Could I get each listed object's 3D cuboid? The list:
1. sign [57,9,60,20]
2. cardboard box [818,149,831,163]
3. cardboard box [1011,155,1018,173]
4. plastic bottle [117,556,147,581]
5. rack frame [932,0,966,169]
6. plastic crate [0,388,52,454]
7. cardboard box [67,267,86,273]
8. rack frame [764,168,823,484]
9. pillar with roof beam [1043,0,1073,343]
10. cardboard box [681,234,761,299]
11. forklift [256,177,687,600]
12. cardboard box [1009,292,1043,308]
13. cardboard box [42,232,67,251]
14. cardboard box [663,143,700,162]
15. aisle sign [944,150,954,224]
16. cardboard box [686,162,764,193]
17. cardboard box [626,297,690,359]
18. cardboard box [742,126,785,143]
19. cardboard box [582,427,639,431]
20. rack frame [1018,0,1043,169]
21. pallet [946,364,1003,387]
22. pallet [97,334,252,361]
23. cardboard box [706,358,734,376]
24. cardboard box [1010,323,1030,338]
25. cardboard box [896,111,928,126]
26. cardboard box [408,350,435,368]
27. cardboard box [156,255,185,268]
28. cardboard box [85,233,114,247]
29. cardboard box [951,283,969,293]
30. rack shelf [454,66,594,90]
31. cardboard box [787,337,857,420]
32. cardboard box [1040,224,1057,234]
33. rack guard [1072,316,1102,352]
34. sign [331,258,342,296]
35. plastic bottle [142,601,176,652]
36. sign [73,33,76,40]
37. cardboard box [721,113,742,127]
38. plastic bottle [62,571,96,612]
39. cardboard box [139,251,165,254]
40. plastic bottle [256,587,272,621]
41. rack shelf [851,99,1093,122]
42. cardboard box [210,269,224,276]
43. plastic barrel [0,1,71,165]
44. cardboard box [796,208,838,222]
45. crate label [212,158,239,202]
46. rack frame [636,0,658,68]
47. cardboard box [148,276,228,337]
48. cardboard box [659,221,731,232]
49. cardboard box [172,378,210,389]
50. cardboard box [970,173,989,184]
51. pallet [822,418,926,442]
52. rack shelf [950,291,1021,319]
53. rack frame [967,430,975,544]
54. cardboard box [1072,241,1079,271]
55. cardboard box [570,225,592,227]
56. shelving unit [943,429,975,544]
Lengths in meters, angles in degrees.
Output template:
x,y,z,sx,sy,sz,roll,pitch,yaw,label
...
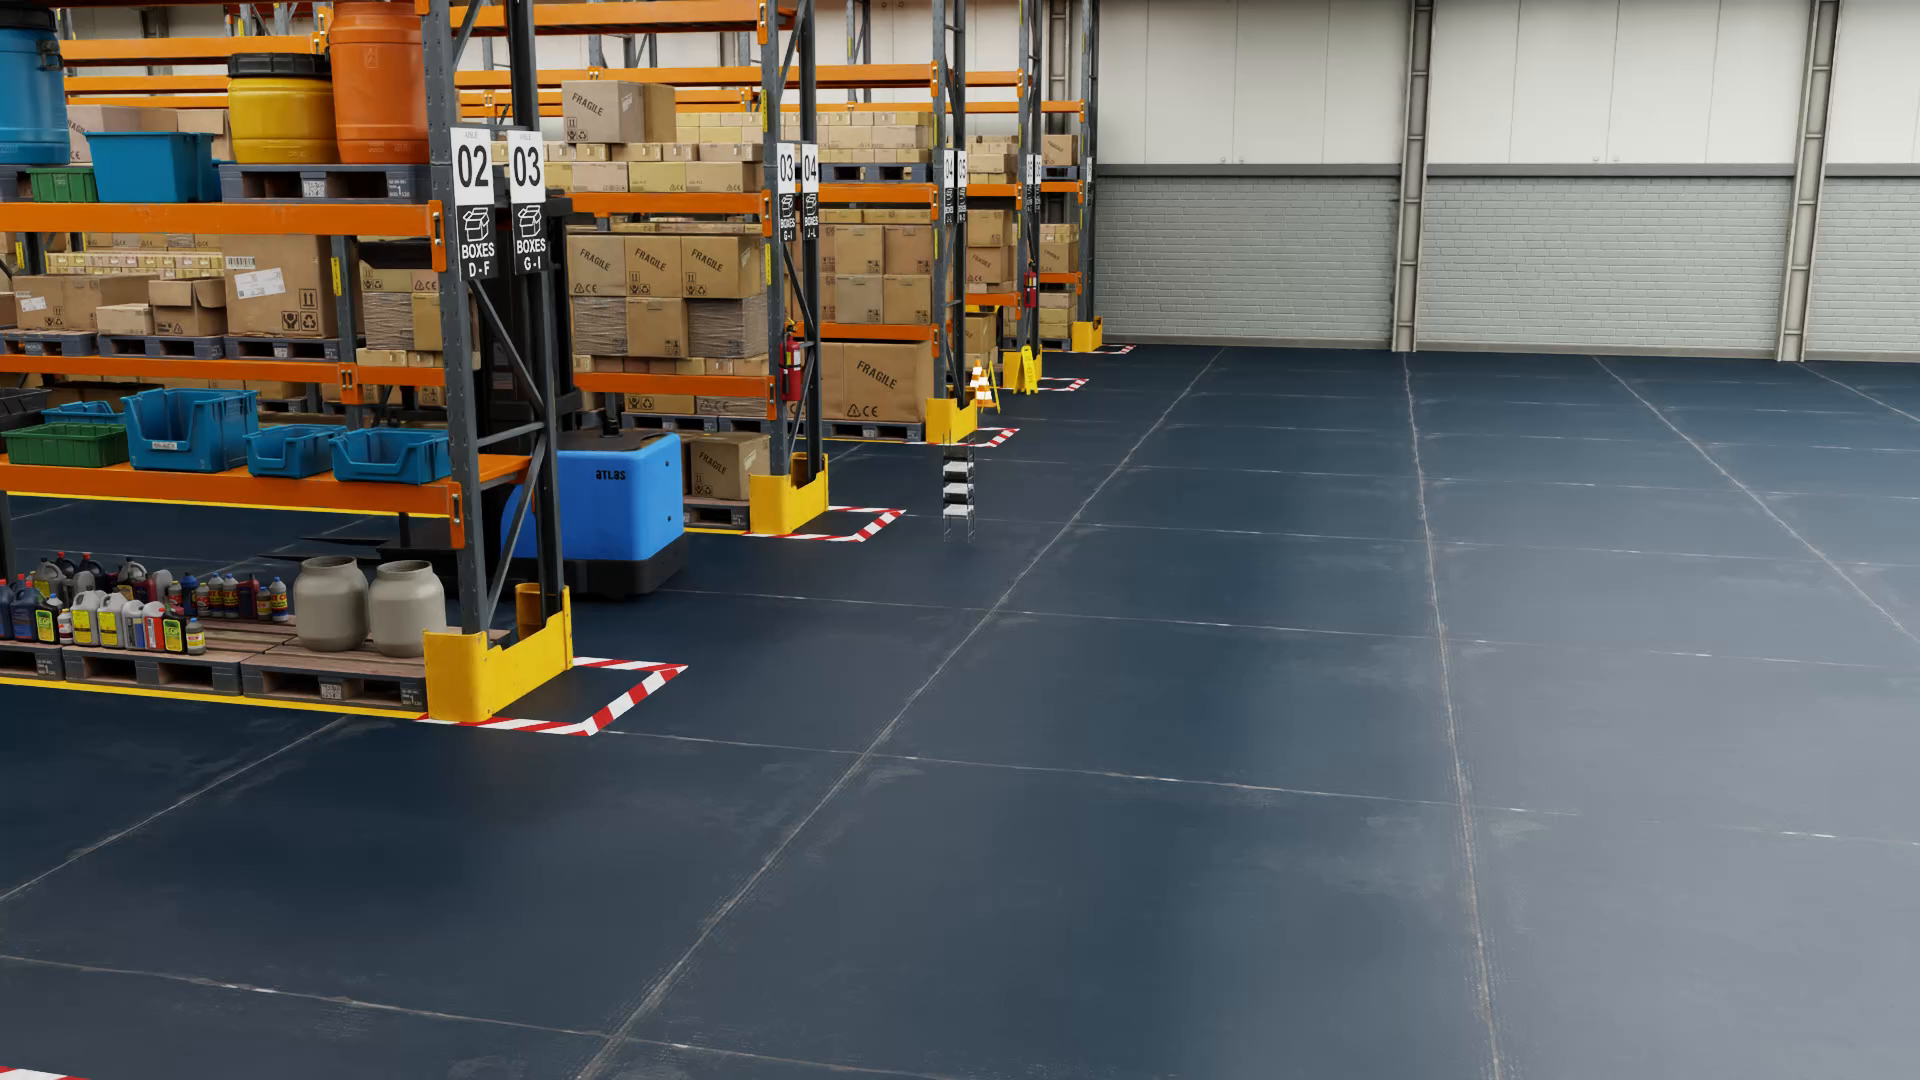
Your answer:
x,y,z,sx,sy,sz,roll,pitch,yaw,label
-11.639,-6.870,21.402,0.005,0.325,0.100,3,13,14,sign
-1.508,-4.263,18.477,0.250,0.149,0.380,3,13,13,cardboard box
0.548,-5.333,23.581,0.500,0.250,0.500,3,13,13,cardboard box
-5.278,0.281,10.641,0.185,0.351,0.144,3,13,13,plastic bottle
-0.116,-5.597,18.186,0.127,3.000,1.000,3,13,14,rack frame
-5.995,-0.713,10.163,0.504,0.338,0.767,3,13,14,plastic crate
-10.991,-3.375,20.945,0.250,0.149,0.380,3,13,15,cardboard box
-1.402,-1.631,14.158,0.127,3.000,1.000,3,13,14,rack frame
0.666,-7.008,24.544,0.400,9.000,9.100,3,13,14,pillar with roof beam
-1.995,-2.289,13.901,0.500,0.500,0.500,3,13,14,cardboard box
-3.624,-1.130,12.060,3.031,2.935,1.130,2,13,7,forklift
1.139,-4.093,28.327,0.500,0.250,0.500,3,13,15,cardboard box
-12.146,-4.048,21.828,0.500,0.500,0.500,3,13,15,cardboard box
-2.263,-3.195,13.708,0.250,0.149,0.380,2,13,11,cardboard box
-0.119,-3.871,18.253,0.004,0.787,0.394,3,13,14,aisle sign
-1.931,-2.993,13.722,0.500,0.250,0.500,3,13,15,cardboard box
-2.444,-1.860,14.273,0.500,0.500,0.875,3,13,14,cardboard box
-2.120,-4.504,18.643,0.500,0.250,0.500,3,13,14,cardboard box
-3.196,-0.712,14.817,0.500,0.500,0.500,4,13,19,cardboard box
0.972,-6.643,22.902,0.127,3.000,1.000,3,13,14,rack frame
0.118,-2.407,24.095,1.213,0.211,1.003,3,13,14,pallet
-7.238,-1.858,15.626,1.213,0.211,1.003,3,13,14,pallet
-1.971,-1.493,14.116,0.250,0.149,0.380,3,13,14,cardboard box
1.145,-3.607,28.445,0.500,0.250,0.500,3,13,14,cardboard box
-0.524,-4.599,18.153,0.250,0.149,0.380,3,13,14,cardboard box
-4.660,-1.618,14.683,0.250,0.149,0.380,3,13,14,cardboard box
-9.723,-3.453,20.609,0.250,0.149,0.380,4,13,16,cardboard box
-13.661,-4.972,26.678,0.500,0.500,0.500,3,13,12,cardboard box
0.041,-3.574,23.498,0.250,0.149,0.380,3,13,13,cardboard box
-5.941,-5.362,19.711,4.000,0.370,1.077,3,13,14,rack shelf
-1.645,-1.903,19.320,0.875,0.875,0.875,3,13,13,cardboard box
1.513,-5.250,28.056,0.250,0.149,0.380,3,13,14,cardboard box
2.181,-3.537,28.522,0.348,0.500,1.175,3,13,14,rack guard
-5.415,-2.287,14.442,0.005,0.325,0.100,3,13,14,sign
-4.715,0.504,9.810,0.135,0.276,0.152,3,13,14,plastic bottle
-14.418,-8.082,27.045,0.005,0.325,0.100,3,13,14,sign
-2.491,-4.705,18.627,0.250,0.149,0.380,3,13,13,cardboard box
-5.603,0.333,10.578,0.135,0.276,0.152,3,13,14,plastic bottle
-10.326,-3.630,21.405,0.250,0.149,0.380,3,13,12,cardboard box
-4.375,0.397,10.463,0.097,0.201,0.097,0,13,0,plastic bottle
0.216,-7.245,28.196,4.000,0.370,1.077,3,13,14,rack shelf
-8.987,-3.268,20.461,0.250,0.149,0.380,3,13,15,cardboard box
-5.532,-2.637,9.641,0.708,0.901,0.600,3,13,14,plastic barrel
-2.046,-4.505,23.887,0.500,0.500,0.700,3,13,14,cardboard box
-4.327,-2.148,9.906,0.408,0.251,0.502,3,13,14,crate label
-5.609,-8.103,29.478,0.127,3.000,1.000,3,13,14,rack frame
-6.991,-2.164,15.355,0.637,0.503,0.797,4,13,19,cardboard box
-3.087,-3.446,19.501,0.550,0.550,0.875,3,13,14,cardboard box
-9.605,-2.099,21.072,0.500,0.500,0.500,2,13,11,cardboard box
0.309,-5.022,23.099,0.250,0.149,0.380,3,13,14,cardboard box
-0.911,-1.332,19.251,1.213,0.211,1.003,3,13,14,pallet
-0.970,-3.467,24.097,4.000,0.370,1.077,3,13,14,rack shelf
0.091,-0.434,13.614,0.006,0.900,0.240,3,13,14,rack frame
1.743,-4.892,28.625,0.500,0.500,0.500,3,13,15,cardboard box
-5.782,-4.539,25.381,0.500,0.500,0.500,3,13,13,cardboard box
-0.008,-0.440,13.638,0.210,0.900,0.258,3,13,14,shelving unit
